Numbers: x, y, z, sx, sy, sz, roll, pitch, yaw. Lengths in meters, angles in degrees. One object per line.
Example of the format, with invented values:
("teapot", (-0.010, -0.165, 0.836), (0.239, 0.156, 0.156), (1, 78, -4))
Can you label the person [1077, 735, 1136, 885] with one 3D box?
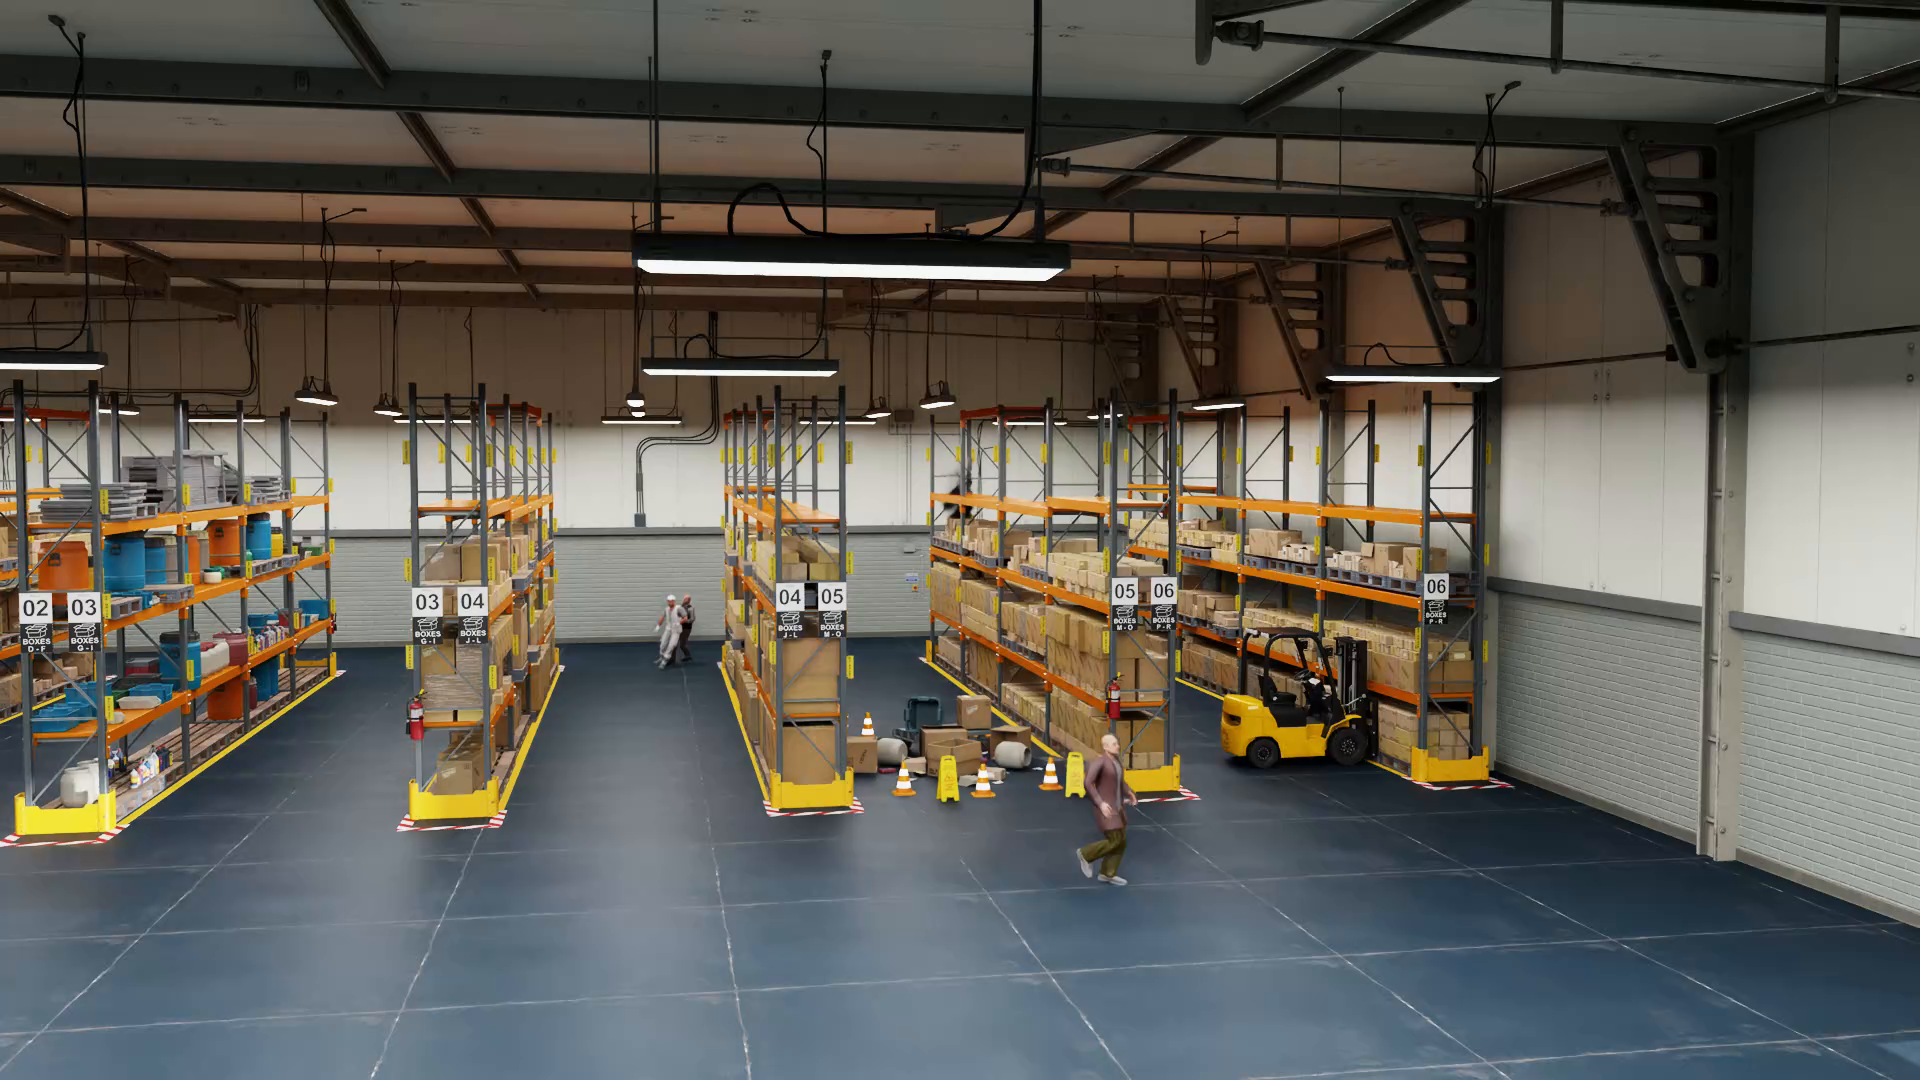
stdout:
("person", (1.736, 3.146, 19.484), (0.574, 1.750, 0.731), (2, 3, 34))

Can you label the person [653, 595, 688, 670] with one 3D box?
("person", (-6.889, 2.150, 39.081), (0.959, 1.726, 0.782), (1, 3, 20))

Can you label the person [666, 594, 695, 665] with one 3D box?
("person", (-6.611, 2.145, 39.784), (0.686, 1.701, 0.744), (2, 4, 39))
